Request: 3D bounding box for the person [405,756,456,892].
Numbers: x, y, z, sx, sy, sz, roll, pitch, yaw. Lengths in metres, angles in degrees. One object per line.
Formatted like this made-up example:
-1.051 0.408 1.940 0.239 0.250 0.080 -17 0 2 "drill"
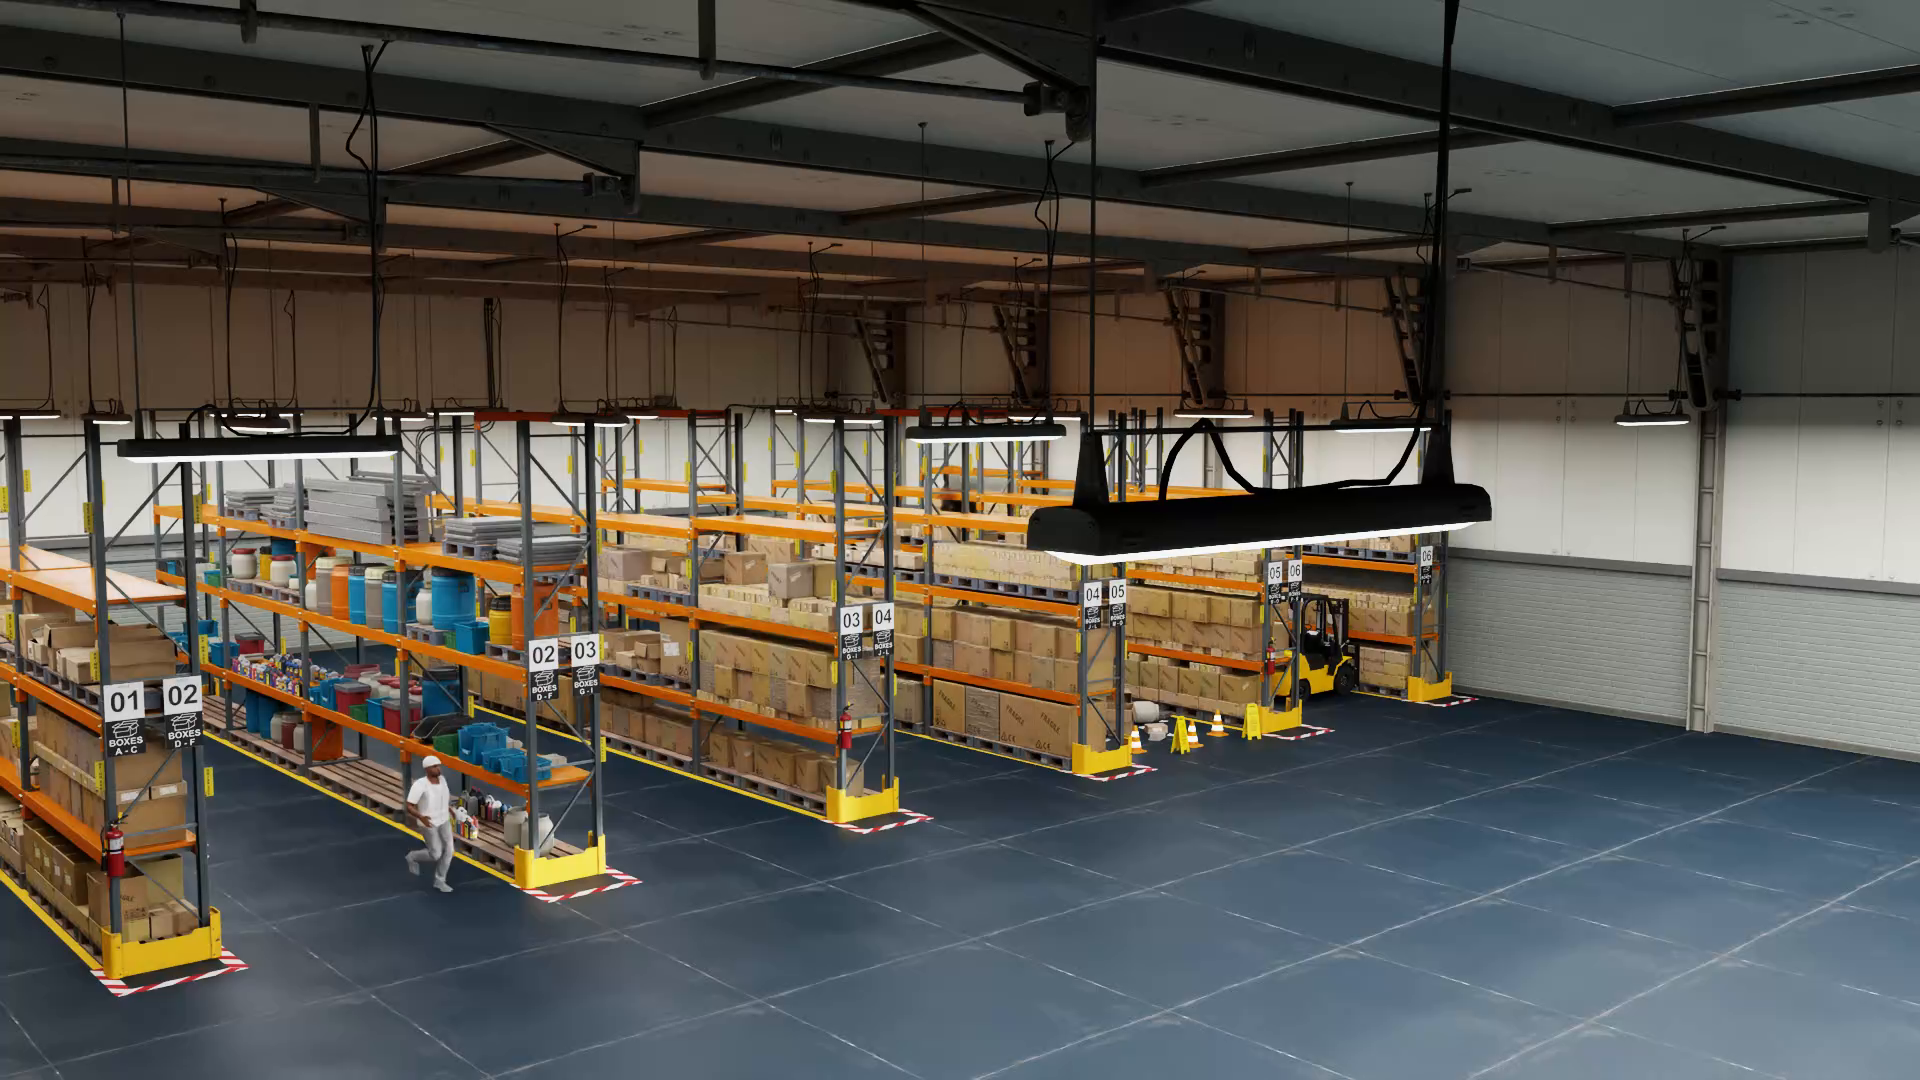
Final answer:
-6.774 3.612 21.303 0.712 1.738 0.708 3 6 30 "person"
